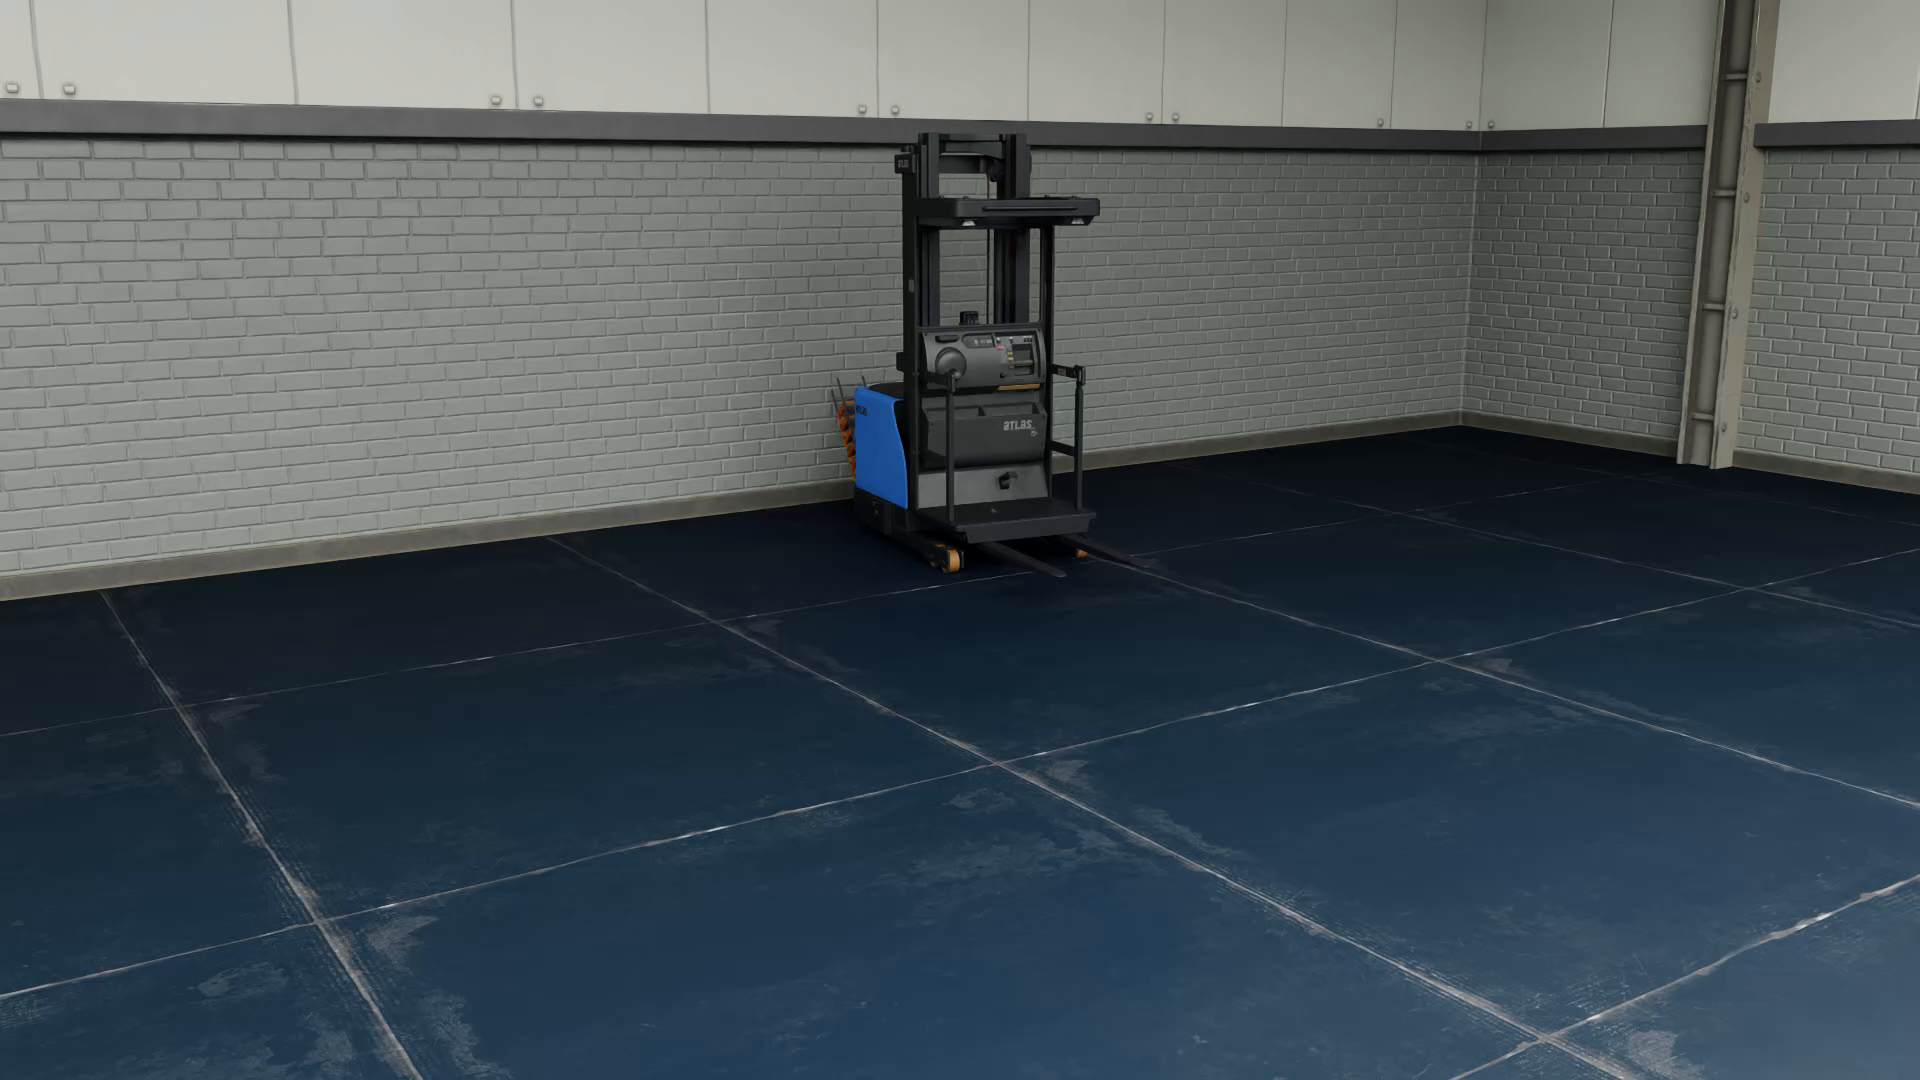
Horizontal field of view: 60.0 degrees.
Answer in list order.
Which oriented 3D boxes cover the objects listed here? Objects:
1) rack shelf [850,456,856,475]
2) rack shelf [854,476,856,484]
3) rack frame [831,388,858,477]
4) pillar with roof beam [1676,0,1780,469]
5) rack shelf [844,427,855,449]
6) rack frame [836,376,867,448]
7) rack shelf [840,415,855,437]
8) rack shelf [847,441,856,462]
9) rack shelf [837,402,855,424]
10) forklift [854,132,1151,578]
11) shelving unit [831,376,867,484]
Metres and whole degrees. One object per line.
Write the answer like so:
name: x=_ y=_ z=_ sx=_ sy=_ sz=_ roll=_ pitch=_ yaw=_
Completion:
rack shelf: x=-0.727 y=-0.618 z=13.332 sx=0.258 sy=0.103 sz=0.180 roll=-5 pitch=-26 yaw=-24
rack shelf: x=-0.696 y=-0.513 z=13.283 sx=0.258 sy=0.103 sz=0.180 roll=-5 pitch=-26 yaw=-24
rack frame: x=-0.799 y=-0.719 z=13.474 sx=0.240 sy=1.200 sz=0.006 roll=-5 pitch=-26 yaw=-24
pillar with roof beam: x=3.402 y=-4.595 z=12.310 sx=9.100 sy=9.000 sz=0.400 roll=-8 pitch=15 yaw=-33
rack shelf: x=-0.790 y=-0.829 z=13.429 sx=0.258 sy=0.103 sz=0.180 roll=-5 pitch=-26 yaw=-24
rack frame: x=-0.741 y=-0.806 z=13.324 sx=0.240 sy=1.200 sz=0.006 roll=-5 pitch=-26 yaw=-24
rack shelf: x=-0.821 y=-0.934 z=13.478 sx=0.258 sy=0.103 sz=0.180 roll=-5 pitch=-26 yaw=-24
rack shelf: x=-0.758 y=-0.724 z=13.381 sx=0.258 sy=0.103 sz=0.180 roll=-5 pitch=-26 yaw=-24
rack shelf: x=-0.852 y=-1.039 z=13.527 sx=0.258 sy=0.103 sz=0.180 roll=-5 pitch=-26 yaw=-24
forklift: x=0.266 y=-1.311 z=11.494 sx=1.130 sy=2.935 sz=3.031 roll=-6 pitch=14 yaw=-25
shelving unit: x=-0.770 y=-0.763 z=13.399 sx=0.258 sy=1.200 sz=0.189 roll=-5 pitch=-26 yaw=-24
